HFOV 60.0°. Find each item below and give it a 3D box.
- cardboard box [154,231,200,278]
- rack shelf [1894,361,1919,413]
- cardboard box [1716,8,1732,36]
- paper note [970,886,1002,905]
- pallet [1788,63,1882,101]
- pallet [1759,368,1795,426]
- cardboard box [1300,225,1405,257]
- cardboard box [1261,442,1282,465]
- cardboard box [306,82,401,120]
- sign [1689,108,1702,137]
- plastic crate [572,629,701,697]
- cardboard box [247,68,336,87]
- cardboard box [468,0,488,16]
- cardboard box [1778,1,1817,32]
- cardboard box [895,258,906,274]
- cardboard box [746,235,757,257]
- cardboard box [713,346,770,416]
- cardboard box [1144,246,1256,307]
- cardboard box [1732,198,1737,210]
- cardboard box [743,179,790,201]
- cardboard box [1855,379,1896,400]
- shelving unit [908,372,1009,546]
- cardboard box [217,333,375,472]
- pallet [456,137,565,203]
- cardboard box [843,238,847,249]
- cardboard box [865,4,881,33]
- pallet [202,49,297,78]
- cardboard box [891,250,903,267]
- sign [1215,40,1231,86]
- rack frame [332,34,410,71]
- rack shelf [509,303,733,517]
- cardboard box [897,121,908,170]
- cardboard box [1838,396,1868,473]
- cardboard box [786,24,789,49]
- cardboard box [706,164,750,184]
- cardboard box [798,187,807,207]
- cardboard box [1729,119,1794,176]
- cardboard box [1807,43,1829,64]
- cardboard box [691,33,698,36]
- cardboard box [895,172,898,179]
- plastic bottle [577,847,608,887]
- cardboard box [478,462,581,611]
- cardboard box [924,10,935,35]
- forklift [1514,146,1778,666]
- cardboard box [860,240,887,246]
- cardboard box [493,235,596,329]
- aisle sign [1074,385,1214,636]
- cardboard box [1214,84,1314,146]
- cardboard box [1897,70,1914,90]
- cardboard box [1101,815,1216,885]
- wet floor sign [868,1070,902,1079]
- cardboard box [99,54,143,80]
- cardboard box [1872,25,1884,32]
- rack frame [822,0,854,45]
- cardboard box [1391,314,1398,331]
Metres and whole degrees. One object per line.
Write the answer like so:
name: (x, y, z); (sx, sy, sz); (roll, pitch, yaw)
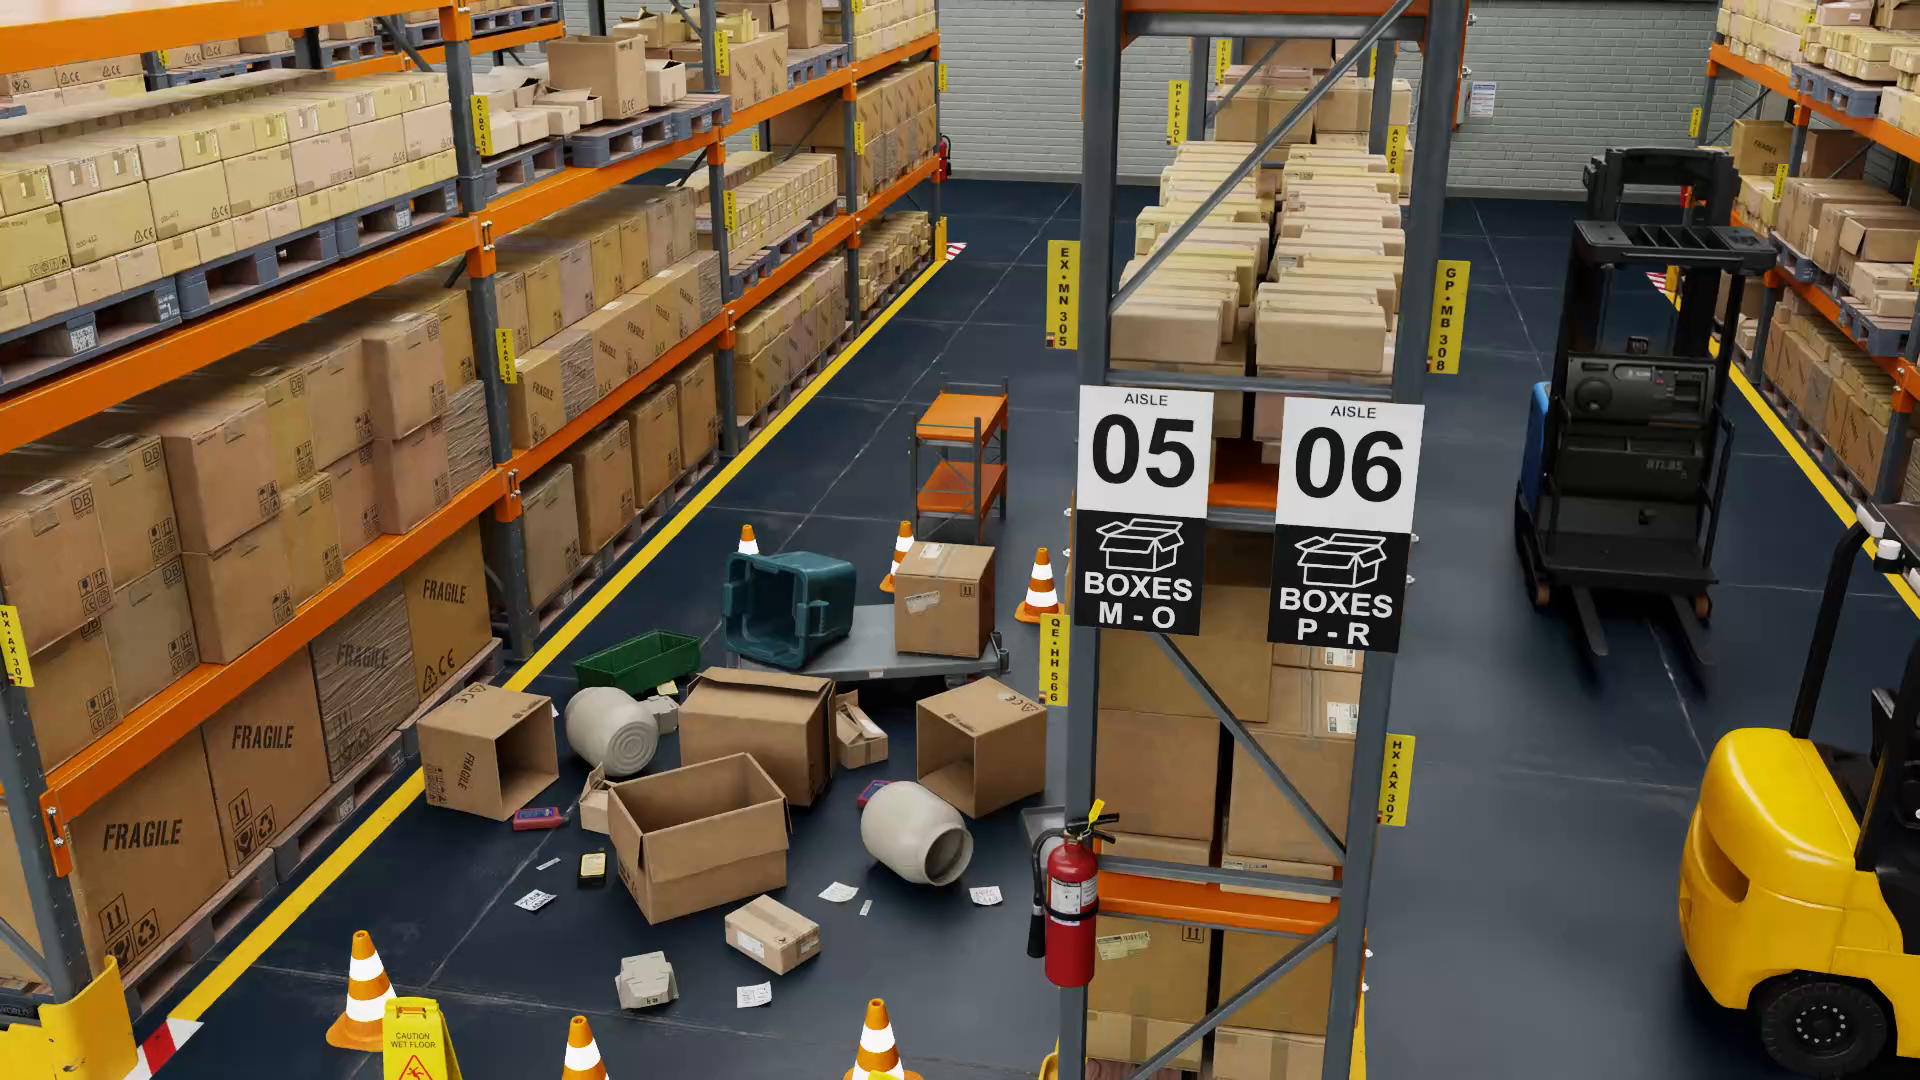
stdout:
cardboard box: (-3.429, -1.203, 6.950); (0.380, 0.149, 0.250); (5, 22, 11)
rack shelf: (6.932, -0.360, 10.194); (1.077, 0.370, 4.000); (4, 22, 11)
cardboard box: (8.614, -5.669, 18.202); (0.500, 0.250, 0.500); (4, 22, 10)
paper note: (0.127, 1.716, 8.052); (0.142, 0.019, 0.148); (-3, 22, -8)
pallet: (7.954, -3.959, 14.404); (1.213, 0.211, 1.003); (4, 22, 11)
pallet: (8.027, -1.294, 15.283); (1.003, 0.211, 1.213); (4, 22, 11)
cardboard box: (1.481, -1.089, 6.295); (0.380, 0.149, 0.250); (5, 22, 12)
cardboard box: (1.199, -0.350, 5.529); (0.380, 0.149, 0.250); (4, 22, 9)
cardboard box: (-3.069, -2.223, 8.416); (0.380, 0.149, 0.250); (4, 22, 11)
sign: (8.441, -4.793, 19.081); (0.100, 0.325, 0.005); (4, 22, 11)
plastic crate: (-1.956, 0.762, 10.134); (0.450, 0.188, 0.662); (7, 21, 42)
cardboard box: (-3.610, -2.458, 8.999); (0.380, 0.149, 0.250); (5, 22, 11)
cardboard box: (-5.945, -6.367, 19.301); (0.700, 0.500, 0.500); (5, 23, 13)
cardboard box: (8.119, -4.969, 15.793); (0.500, 0.250, 0.500); (4, 22, 10)
cardboard box: (-0.853, -3.252, 19.668); (0.380, 0.149, 0.250); (5, 22, 12)
cardboard box: (-1.988, -2.565, 14.483); (0.380, 0.149, 0.250); (6, 23, 14)
cardboard box: (-1.992, -1.417, 14.640); (0.500, 0.500, 0.500); (4, 22, 9)
cardboard box: (0.854, -0.942, 5.931); (0.380, 0.149, 0.250); (5, 22, 11)
cardboard box: (8.292, -3.569, 17.538); (0.380, 0.149, 0.250); (5, 22, 12)
cardboard box: (-1.781, -3.222, 15.317); (0.380, 0.149, 0.250); (4, 22, 10)
cardboard box: (7.315, -1.156, 13.124); (0.380, 0.149, 0.250); (4, 22, 9)
shelving unit: (0.001, -0.524, 12.150); (0.538, 1.125, 1.048); (4, 22, 11)
cardboard box: (-3.555, -0.720, 8.481); (0.875, 0.550, 0.550); (4, 22, 11)
pallet: (-3.064, -2.321, 10.342); (0.805, 0.209, 1.217); (4, 22, 9)
cardboard box: (-1.400, -3.469, 19.408); (0.380, 0.149, 0.250); (5, 22, 11)
cardboard box: (-1.131, -5.498, 17.507); (0.500, 0.250, 0.500); (4, 22, 11)
pallet: (-6.917, -4.510, 15.774); (1.003, 0.211, 1.213); (6, 23, 13)
cardboard box: (-0.879, -3.288, 19.358); (0.380, 0.149, 0.250); (5, 22, 11)
sign: (1.938, -3.515, 12.253); (0.100, 0.325, 0.005); (4, 22, 11)
rack frame: (-6.405, -4.020, 18.320); (1.000, 3.000, 0.127); (4, 22, 11)
rack shelf: (-2.795, -1.077, 11.976); (1.077, 0.370, 4.000); (4, 22, 11)
cardboard box: (-0.910, -4.513, 19.011); (0.500, 0.500, 0.500); (6, 23, 14)
cardboard box: (7.328, -0.813, 13.142); (0.500, 0.500, 0.500); (4, 22, 10)
cardboard box: (-1.955, -4.844, 15.908); (0.500, 0.311, 0.500); (4, 22, 10)
cardboard box: (-2.260, -3.563, 16.163); (0.380, 0.149, 0.250); (4, 22, 10)
cardboard box: (-1.670, -3.278, 15.854); (0.380, 0.149, 0.250); (3, 22, 8)
cardboard box: (8.310, -4.073, 17.250); (0.500, 0.500, 0.500); (5, 22, 12)
cardboard box: (7.619, -4.233, 14.473); (0.380, 0.149, 0.250); (5, 22, 12)
cardboard box: (-2.323, -4.175, 14.555); (0.500, 0.500, 0.500); (4, 22, 11)
cardboard box: (-0.931, -4.248, 19.222); (0.380, 0.149, 0.250); (5, 22, 12)
plastic bottle: (-1.822, 1.618, 8.255); (0.133, 0.061, 0.283); (-3, 22, -8)
cardboard box: (-3.164, -0.064, 10.948); (1.050, 0.750, 0.750); (4, 22, 11)
cardboard box: (-0.588, -6.203, 19.926); (0.500, 0.250, 0.500); (4, 22, 10)
forklift: (4.481, -0.985, 10.875); (1.130, 2.935, 3.031); (5, 22, 11)
cardboard box: (-1.042, -3.346, 19.104); (0.380, 0.149, 0.250); (4, 22, 9)
cardboard box: (-2.901, -1.745, 11.198); (0.700, 0.500, 0.500); (5, 22, 11)
aisle sign: (0.551, -0.081, 5.060); (0.394, 0.787, 0.004); (4, 22, 11)
cardboard box: (1.657, -2.309, 9.026); (0.500, 0.250, 0.500); (5, 22, 12)
cardboard box: (7.465, -3.548, 12.800); (0.380, 0.149, 0.250); (5, 22, 12)
cardboard box: (0.715, 1.087, 5.974); (0.380, 0.149, 0.250); (5, 23, 13)
wet floor sign: (-0.239, 2.204, 6.017); (0.267, 0.644, 0.232); (13, 25, 29)
cardboard box: (-7.074, -4.033, 13.535); (0.500, 0.500, 0.500); (5, 22, 12)
cardboard box: (8.209, -4.423, 14.548); (0.380, 0.149, 0.250); (4, 22, 10)
rack frame: (-1.570, -6.388, 16.169); (1.000, 3.000, 0.127); (4, 22, 11)
cardboard box: (1.323, -0.683, 5.821); (0.500, 0.250, 0.500); (4, 22, 10)
